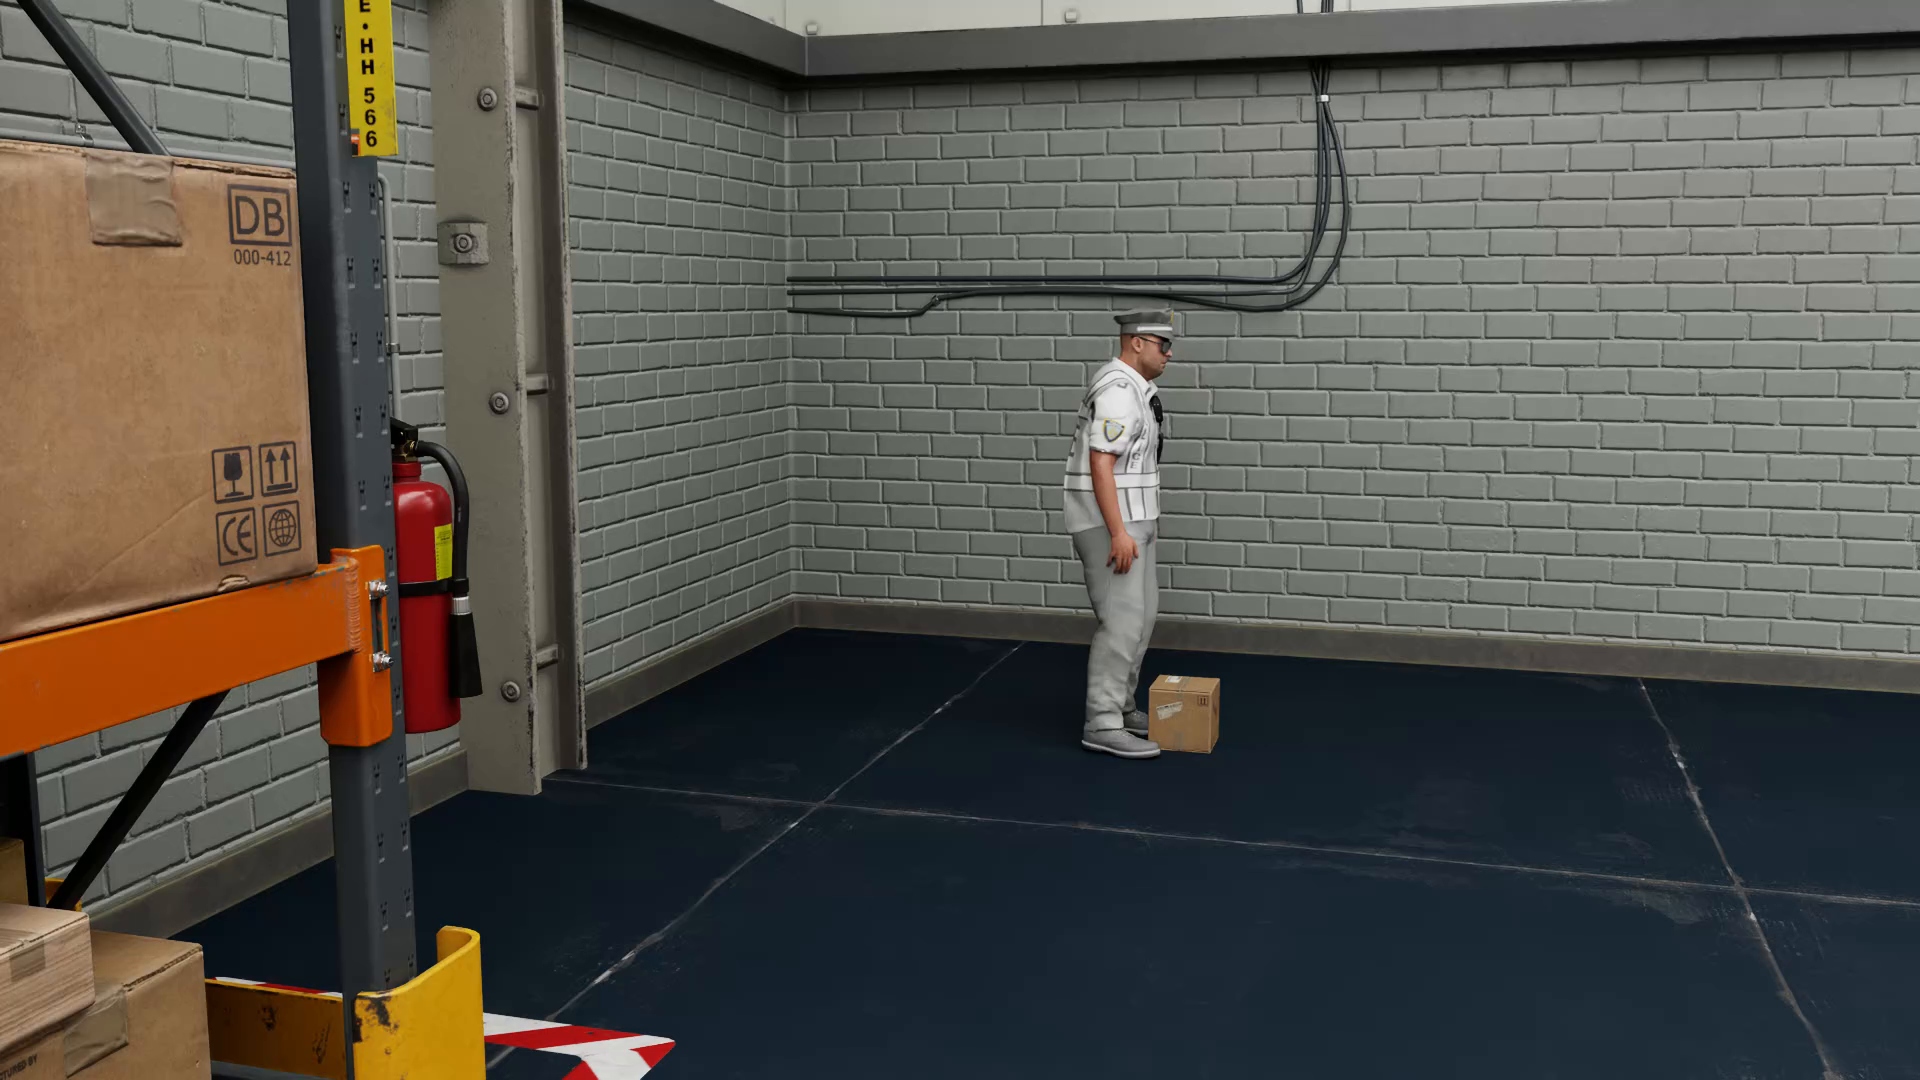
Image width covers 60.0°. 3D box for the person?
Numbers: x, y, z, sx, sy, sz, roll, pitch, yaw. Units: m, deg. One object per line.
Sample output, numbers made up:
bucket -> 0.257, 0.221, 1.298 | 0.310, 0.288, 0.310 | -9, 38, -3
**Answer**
person -> 0.640, -0.053, 6.665 | 0.432, 1.748, 0.585 | 2, 9, 16
